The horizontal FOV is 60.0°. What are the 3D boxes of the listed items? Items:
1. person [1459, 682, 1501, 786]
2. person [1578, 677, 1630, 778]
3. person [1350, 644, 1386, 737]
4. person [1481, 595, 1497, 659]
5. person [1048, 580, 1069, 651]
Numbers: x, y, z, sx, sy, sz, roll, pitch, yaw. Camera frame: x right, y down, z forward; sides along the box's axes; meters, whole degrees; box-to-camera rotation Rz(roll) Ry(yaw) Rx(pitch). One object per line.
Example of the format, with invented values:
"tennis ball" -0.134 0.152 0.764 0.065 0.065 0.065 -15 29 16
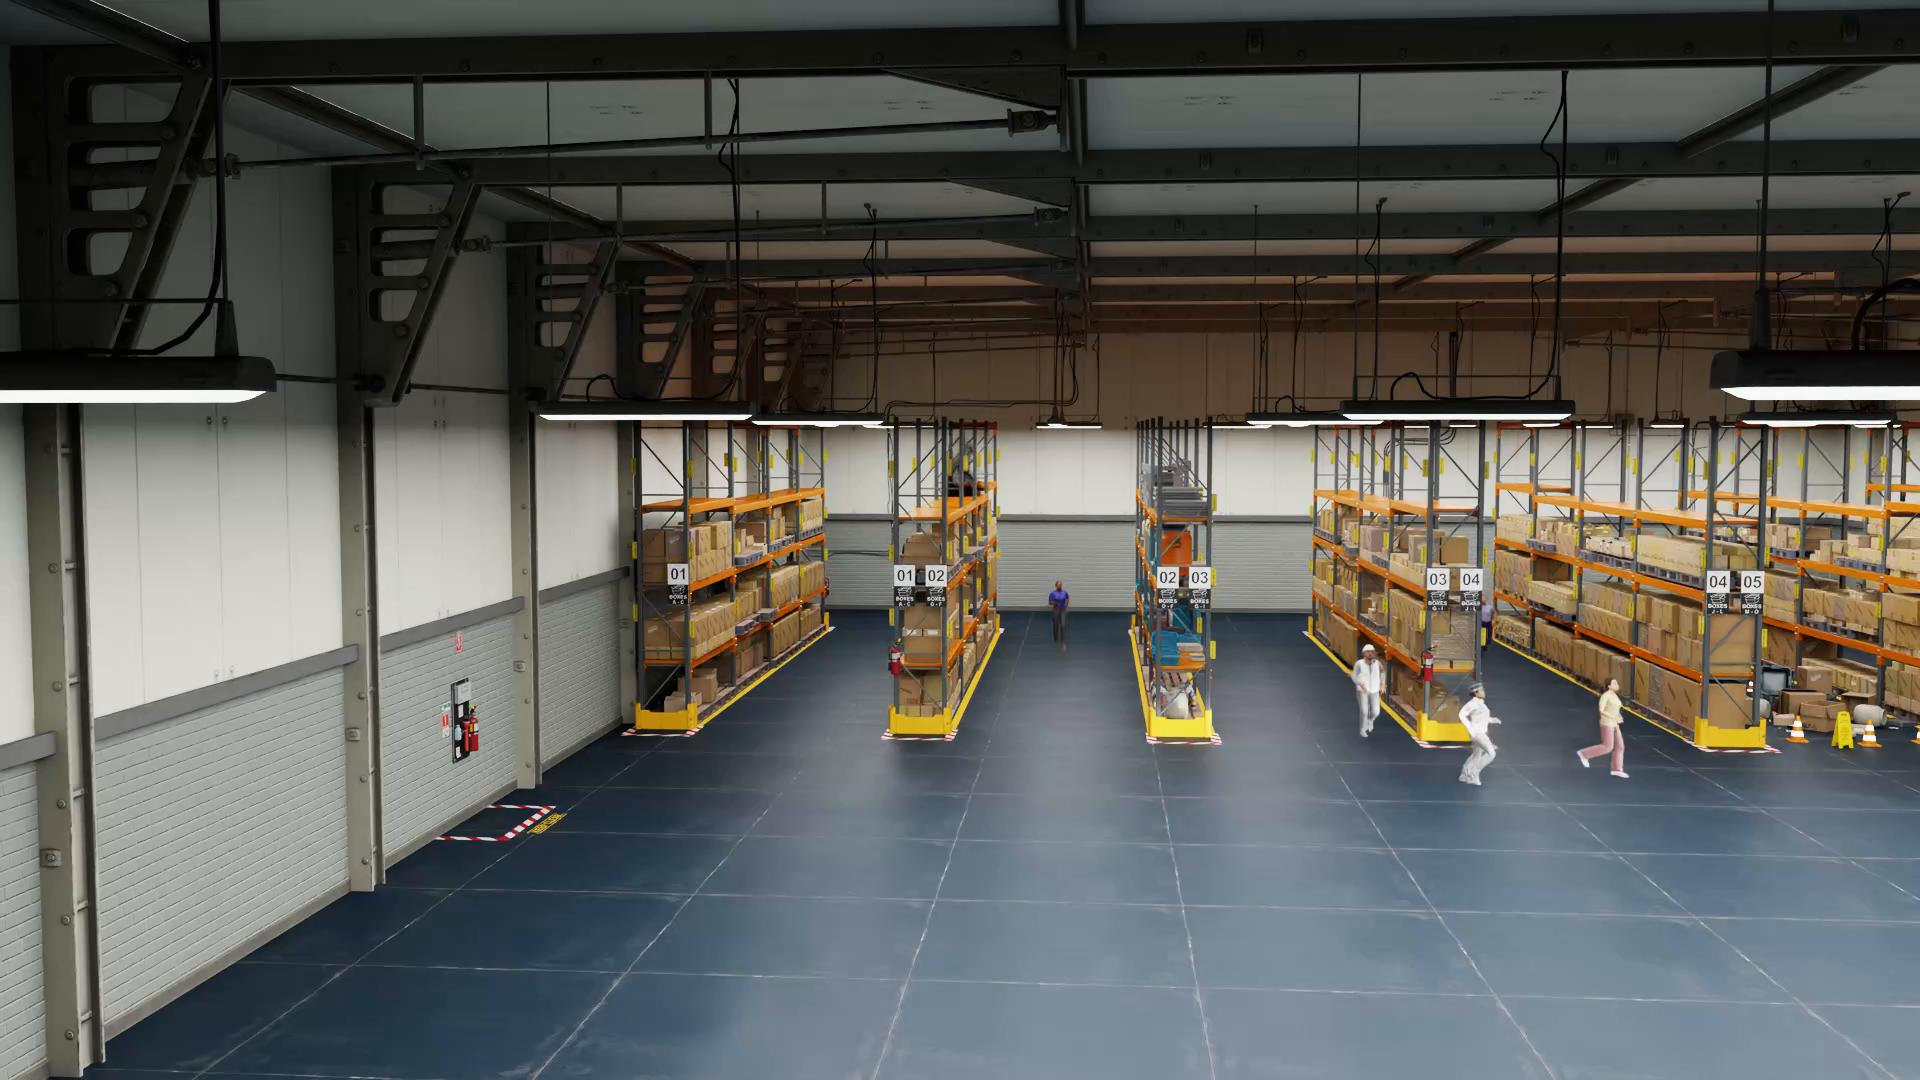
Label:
"person" 8.383 3.125 26.807 0.639 1.667 0.583 2 4 28
"person" 10.776 3.100 27.735 0.820 1.662 0.587 3 5 41
"person" 7.675 2.821 31.202 0.700 1.735 0.584 0 4 -3
"person" 13.253 2.189 42.055 0.622 1.616 0.600 1 4 12
"person" 2.489 1.881 41.784 0.564 1.735 0.755 0 4 -3
